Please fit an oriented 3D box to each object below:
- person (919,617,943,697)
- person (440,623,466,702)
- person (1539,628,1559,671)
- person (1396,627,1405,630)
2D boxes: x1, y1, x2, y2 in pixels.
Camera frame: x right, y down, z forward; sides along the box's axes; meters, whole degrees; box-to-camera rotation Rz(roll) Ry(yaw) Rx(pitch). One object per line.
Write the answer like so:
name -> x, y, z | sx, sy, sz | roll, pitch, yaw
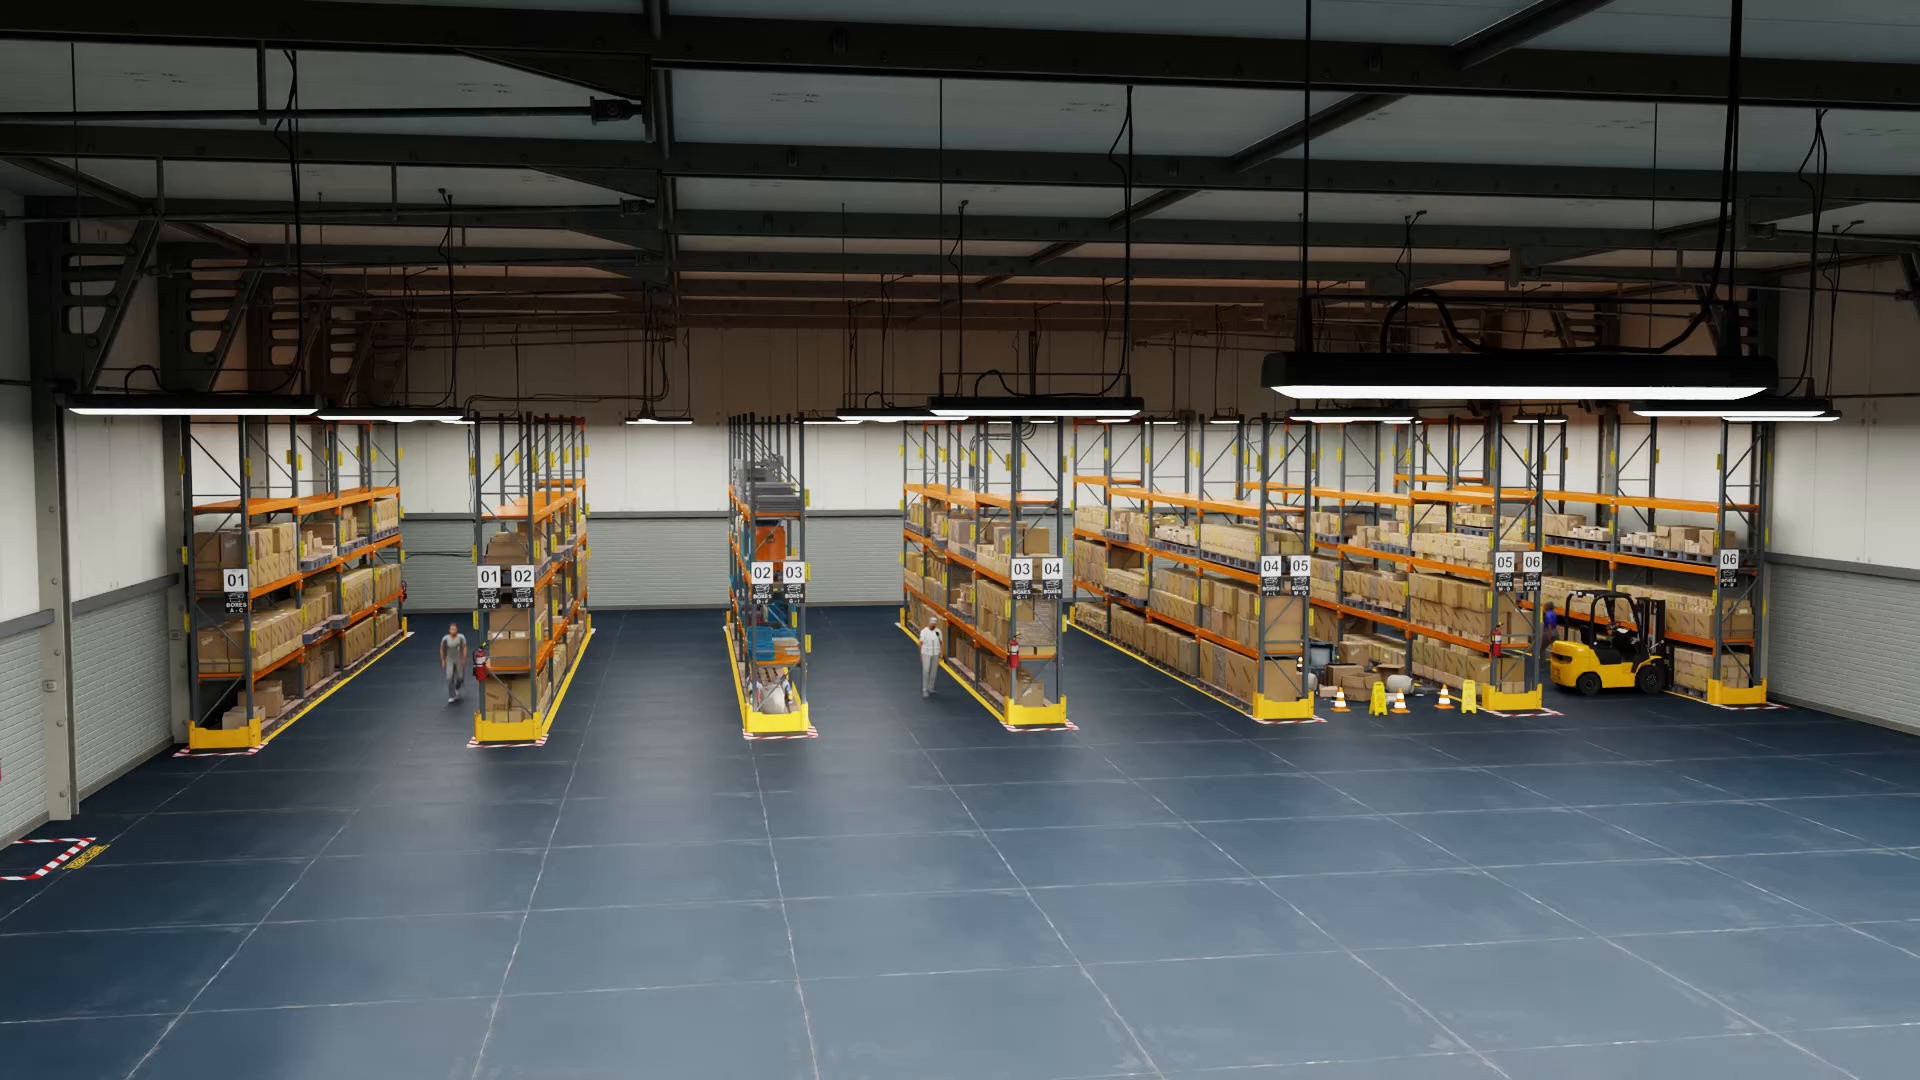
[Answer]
person -> -0.627, 2.482, 35.596 | 0.543, 1.674, 0.699 | -1, 4, -21
person -> -10.614, 2.557, 34.837 | 0.523, 1.618, 0.640 | -1, 4, -20
person -> 13.799, 2.588, 38.932 | 0.391, 1.057, 0.687 | -2, 4, -22
person -> 12.226, 1.653, 46.117 | 0.533, 1.708, 0.509 | -3, 5, -36
